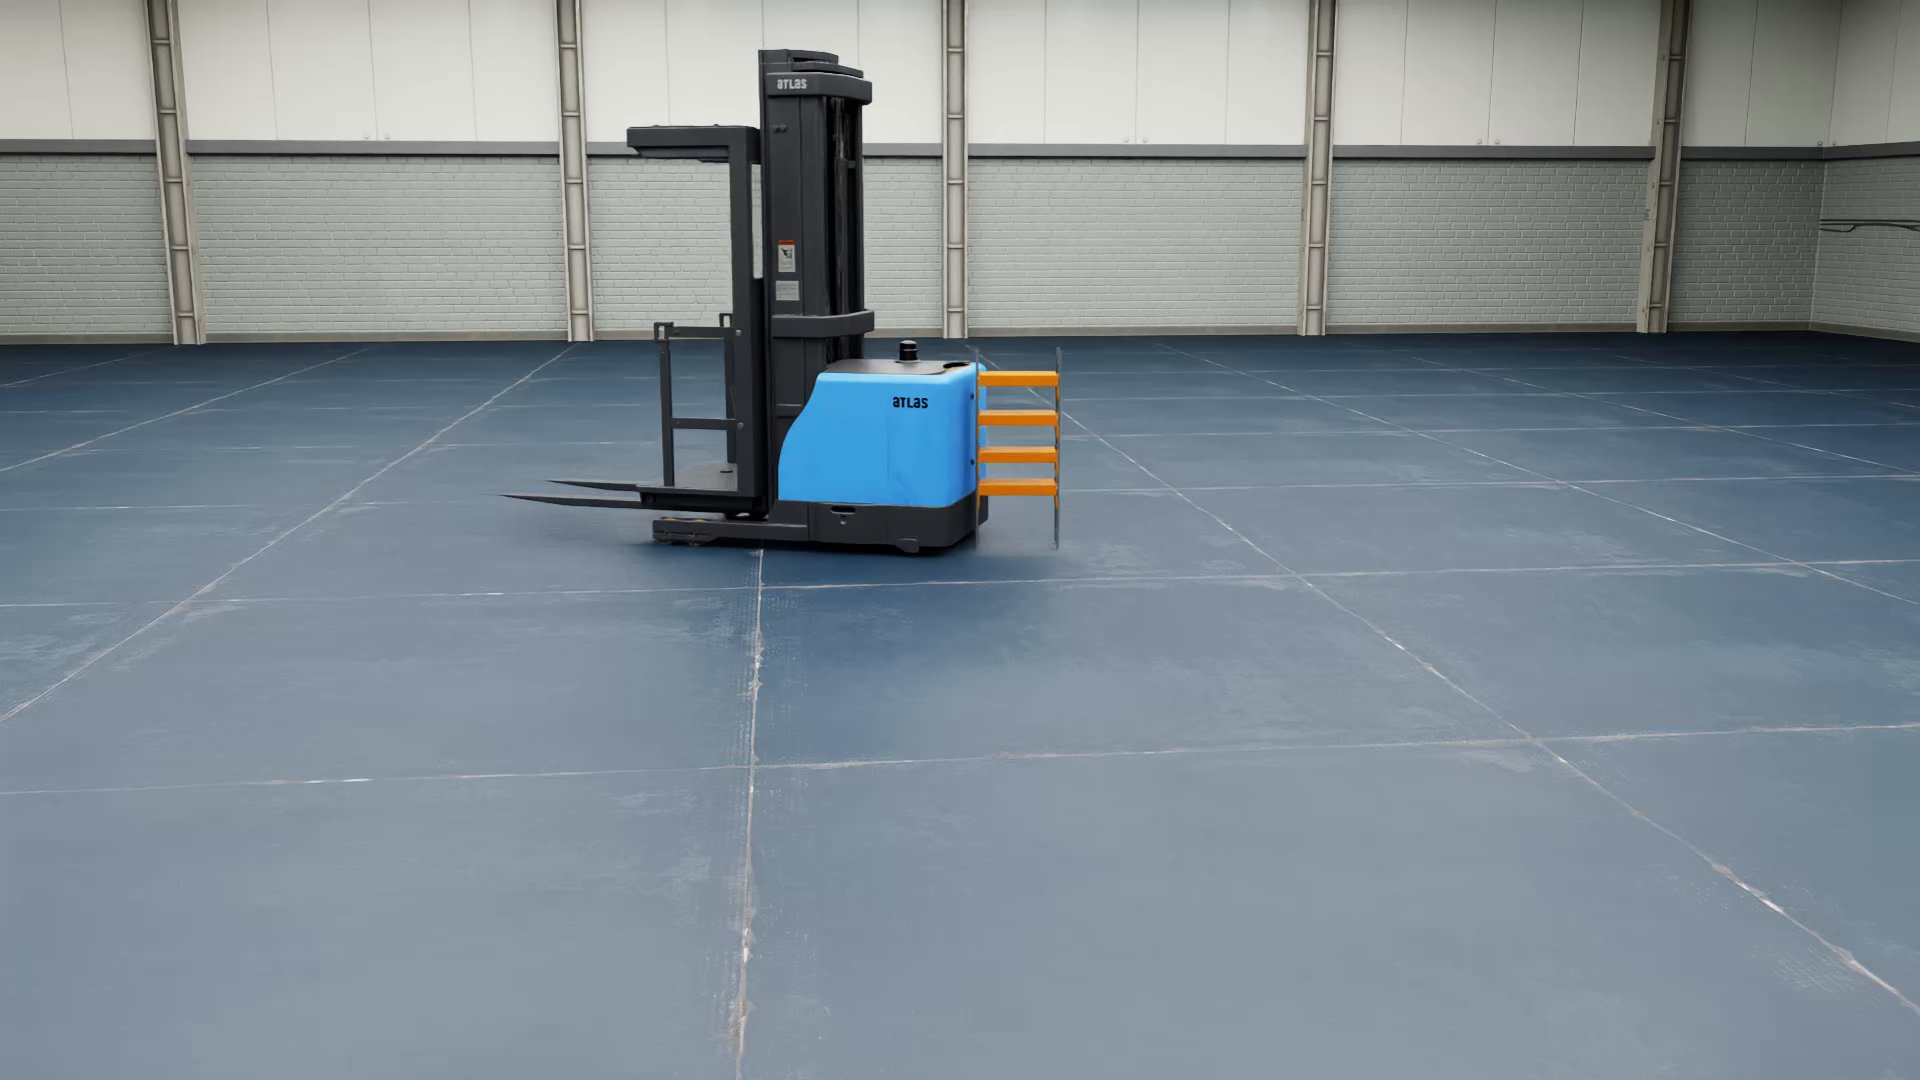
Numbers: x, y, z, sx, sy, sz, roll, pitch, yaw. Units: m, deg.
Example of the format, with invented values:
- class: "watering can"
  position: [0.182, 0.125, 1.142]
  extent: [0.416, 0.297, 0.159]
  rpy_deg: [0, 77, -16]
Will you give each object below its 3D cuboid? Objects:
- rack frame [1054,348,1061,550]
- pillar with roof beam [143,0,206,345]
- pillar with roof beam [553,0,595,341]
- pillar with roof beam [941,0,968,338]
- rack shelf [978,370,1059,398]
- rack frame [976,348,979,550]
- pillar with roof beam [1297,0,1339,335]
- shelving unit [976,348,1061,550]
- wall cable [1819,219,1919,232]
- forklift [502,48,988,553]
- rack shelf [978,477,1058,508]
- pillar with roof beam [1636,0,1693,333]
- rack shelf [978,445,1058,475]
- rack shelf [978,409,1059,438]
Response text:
- class: "rack frame"
  position: [0.592, -0.552, 10.065]
  extent: [0.015, 1.200, 0.240]
  rpy_deg: [0, 11, 0]
- class: "pillar with roof beam"
  position: [-11.550, -6.656, 20.895]
  extent: [0.400, 9.000, 9.100]
  rpy_deg: [-1, 11, -6]
- class: "pillar with roof beam"
  position: [-5.585, -6.781, 21.531]
  extent: [0.400, 9.000, 9.100]
  rpy_deg: [-1, 11, -6]
- class: "pillar with roof beam"
  position: [0.380, -6.906, 22.167]
  extent: [0.400, 9.000, 9.100]
  rpy_deg: [-1, 11, -6]
- class: "rack shelf"
  position: [0.348, -0.938, 9.991]
  extent: [0.480, 0.148, 0.258]
  rpy_deg: [0, 11, 0]
- class: "rack frame"
  position: [0.104, -0.552, 10.067]
  extent: [0.015, 1.200, 0.240]
  rpy_deg: [0, 11, 0]
- class: "pillar with roof beam"
  position: [6.345, -7.031, 22.803]
  extent: [0.400, 9.000, 9.100]
  rpy_deg: [-1, 11, -6]
- class: "shelving unit"
  position: [0.348, -0.552, 10.066]
  extent: [0.503, 1.200, 0.258]
  rpy_deg: [0, 11, 0]
- class: "wall cable"
  position: [14.916, -6.265, 26.960]
  extent: [0.112, 2.526, 3.097]
  rpy_deg: [-1, 11, -6]
- class: "forklift"
  position: [-1.394, -1.494, 10.367]
  extent: [3.031, 2.935, 1.130]
  rpy_deg: [3, 12, 15]
- class: "rack shelf"
  position: [0.348, -0.291, 10.118]
  extent: [0.480, 0.148, 0.258]
  rpy_deg: [0, 11, 0]
- class: "pillar with roof beam"
  position: [12.310, -7.156, 23.439]
  extent: [0.400, 9.000, 9.100]
  rpy_deg: [-1, 11, -6]
- class: "rack shelf"
  position: [0.348, -0.486, 10.079]
  extent: [0.480, 0.148, 0.258]
  rpy_deg: [0, 11, 0]
- class: "rack shelf"
  position: [0.348, -0.706, 10.036]
  extent: [0.480, 0.148, 0.258]
  rpy_deg: [0, 11, 0]
